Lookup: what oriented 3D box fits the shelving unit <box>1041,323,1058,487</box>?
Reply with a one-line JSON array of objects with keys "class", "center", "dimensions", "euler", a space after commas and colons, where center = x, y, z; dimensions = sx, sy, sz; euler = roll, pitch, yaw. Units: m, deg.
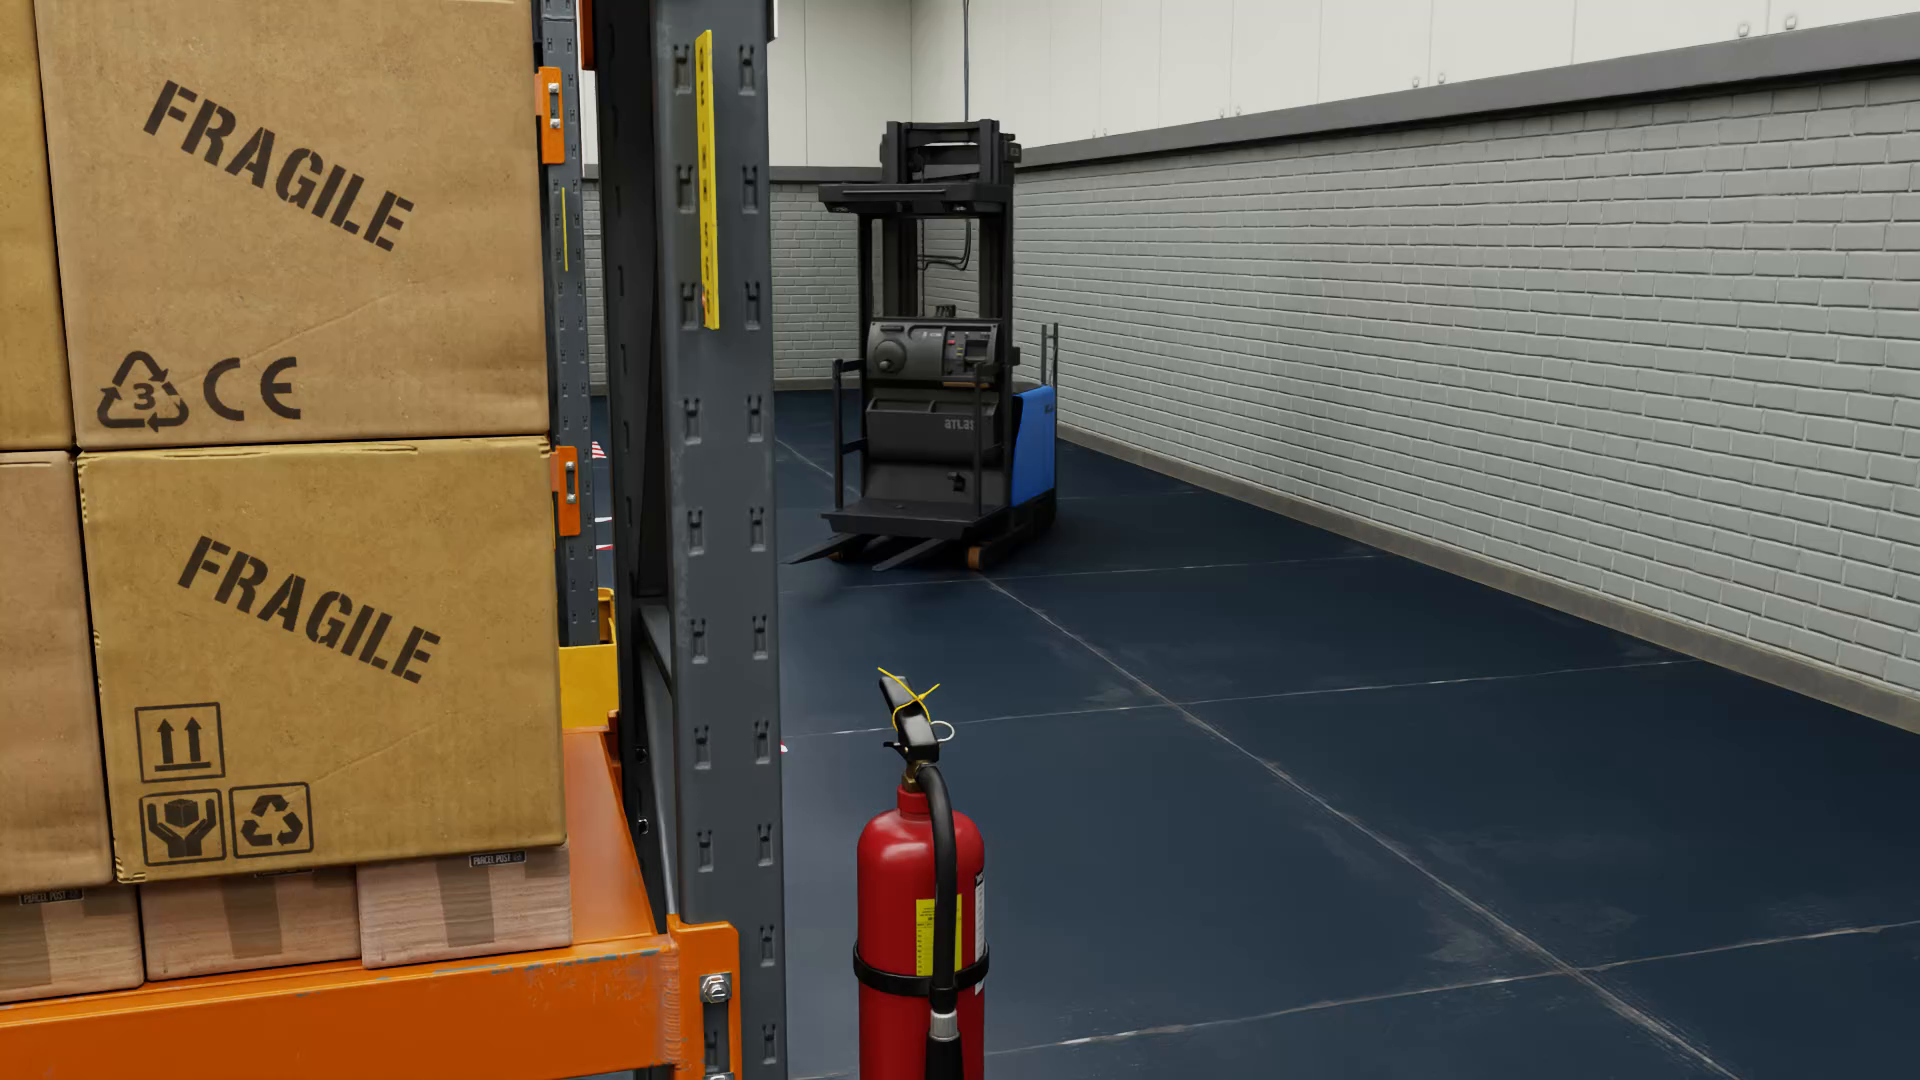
[{"class": "shelving unit", "center": [0.195, -0.941, 12.987], "dimensions": [1.048, 1.500, 0.538], "euler": [3, 9, 14]}]

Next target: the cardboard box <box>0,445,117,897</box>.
[{"class": "cardboard box", "center": [-1.278, 0.120, 2.010], "dimensions": [0.500, 0.500, 0.500], "euler": [-3, 11, -17]}]

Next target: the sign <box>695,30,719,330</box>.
[{"class": "sign", "center": [-0.287, -0.404, 1.887], "dimensions": [0.005, 0.325, 0.100], "euler": [-3, 11, -16]}]

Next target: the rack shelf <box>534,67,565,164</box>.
[{"class": "rack shelf", "center": [-3.632, -1.664, 6.505], "dimensions": [4.000, 0.370, 1.077], "euler": [-3, 11, -16]}]

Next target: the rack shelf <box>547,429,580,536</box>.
[{"class": "rack shelf", "center": [-3.632, -0.189, 6.776], "dimensions": [4.000, 0.370, 1.077], "euler": [-3, 11, -16]}]

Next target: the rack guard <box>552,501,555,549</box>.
[{"class": "rack guard", "center": [-3.077, -0.279, 12.183], "dimensions": [0.348, 0.500, 1.175], "euler": [-3, 11, -16]}]

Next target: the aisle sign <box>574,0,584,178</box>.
[{"class": "aisle sign", "center": [-1.559, -1.874, 6.762], "dimensions": [0.004, 0.787, 0.394], "euler": [-3, 11, -16]}]

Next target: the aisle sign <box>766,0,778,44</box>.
[{"class": "aisle sign", "center": [-0.269, -1.007, 2.051], "dimensions": [0.004, 0.787, 0.394], "euler": [-3, 11, -16]}]

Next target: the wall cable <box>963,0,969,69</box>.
[{"class": "wall cable", "center": [0.421, -6.888, 19.236], "dimensions": [0.112, 2.526, 3.097], "euler": [-3, 11, -16]}]

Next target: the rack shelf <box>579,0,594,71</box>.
[{"class": "rack shelf", "center": [-2.343, -0.797, 1.793], "dimensions": [4.000, 0.370, 1.077], "euler": [-3, 11, -16]}]

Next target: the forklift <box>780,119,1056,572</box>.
[{"class": "forklift", "center": [-0.260, -1.319, 11.115], "dimensions": [1.130, 2.935, 3.031], "euler": [4, 11, 20]}]

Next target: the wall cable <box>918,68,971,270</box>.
[{"class": "wall cable", "center": [-0.335, -4.875, 22.248], "dimensions": [0.112, 2.526, 3.097], "euler": [-3, 11, -16]}]

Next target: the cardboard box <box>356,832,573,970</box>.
[{"class": "cardboard box", "center": [-0.657, 0.412, 2.216], "dimensions": [0.250, 0.149, 0.380], "euler": [-3, 11, -16]}]

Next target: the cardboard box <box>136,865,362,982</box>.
[{"class": "cardboard box", "center": [-0.906, 0.418, 2.183], "dimensions": [0.250, 0.149, 0.380], "euler": [-3, 11, -16]}]

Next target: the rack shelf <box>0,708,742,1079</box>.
[{"class": "rack shelf", "center": [-2.343, 0.678, 2.065], "dimensions": [4.000, 0.370, 1.077], "euler": [-3, 11, -16]}]

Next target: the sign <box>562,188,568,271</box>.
[{"class": "sign", "center": [-1.574, -1.235, 6.618], "dimensions": [0.005, 0.325, 0.100], "euler": [-3, 11, -16]}]

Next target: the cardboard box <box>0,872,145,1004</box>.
[{"class": "cardboard box", "center": [-1.143, 0.434, 2.100], "dimensions": [0.250, 0.149, 0.380], "euler": [-3, 11, -17]}]

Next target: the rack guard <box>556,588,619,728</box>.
[{"class": "rack guard", "center": [-1.689, 0.584, 7.494], "dimensions": [0.348, 0.500, 1.175], "euler": [-3, 11, -16]}]

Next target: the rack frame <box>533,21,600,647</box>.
[{"class": "rack frame", "center": [-1.712, -0.644, 7.261], "dimensions": [0.127, 3.000, 1.000], "euler": [-3, 11, -16]}]

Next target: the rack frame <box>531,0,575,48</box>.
[{"class": "rack frame", "center": [-1.712, -3.595, 6.718], "dimensions": [0.127, 3.000, 1.000], "euler": [-3, 11, -16]}]

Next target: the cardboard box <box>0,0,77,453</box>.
[{"class": "cardboard box", "center": [-1.279, -0.372, 1.923], "dimensions": [0.500, 0.500, 0.500], "euler": [-3, 11, -18]}]

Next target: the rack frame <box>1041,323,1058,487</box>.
[{"class": "rack frame", "center": [0.687, -0.918, 12.861], "dimensions": [0.032, 1.500, 0.500], "euler": [3, 9, 14]}]

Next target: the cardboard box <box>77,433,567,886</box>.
[{"class": "cardboard box", "center": [-0.782, 0.095, 2.147], "dimensions": [0.500, 0.500, 0.500], "euler": [-3, 11, -15]}]

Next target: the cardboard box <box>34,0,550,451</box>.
[{"class": "cardboard box", "center": [-0.793, -0.398, 2.062], "dimensions": [0.500, 0.500, 0.500], "euler": [-3, 11, -17]}]

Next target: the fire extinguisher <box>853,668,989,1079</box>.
[{"class": "fire extinguisher", "center": [-0.052, 0.512, 2.224], "dimensions": [0.183, 0.674, 0.296], "euler": [-3, 11, -16]}]

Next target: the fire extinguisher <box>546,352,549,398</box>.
[{"class": "fire extinguisher", "center": [-2.825, -1.212, 11.591], "dimensions": [0.183, 0.674, 0.296], "euler": [-3, 11, -16]}]

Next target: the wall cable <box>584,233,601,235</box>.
[{"class": "wall cable", "center": [-4.901, -3.956, 22.446], "dimensions": [1.851, 1.984, 0.084], "euler": [-3, 11, -16]}]
